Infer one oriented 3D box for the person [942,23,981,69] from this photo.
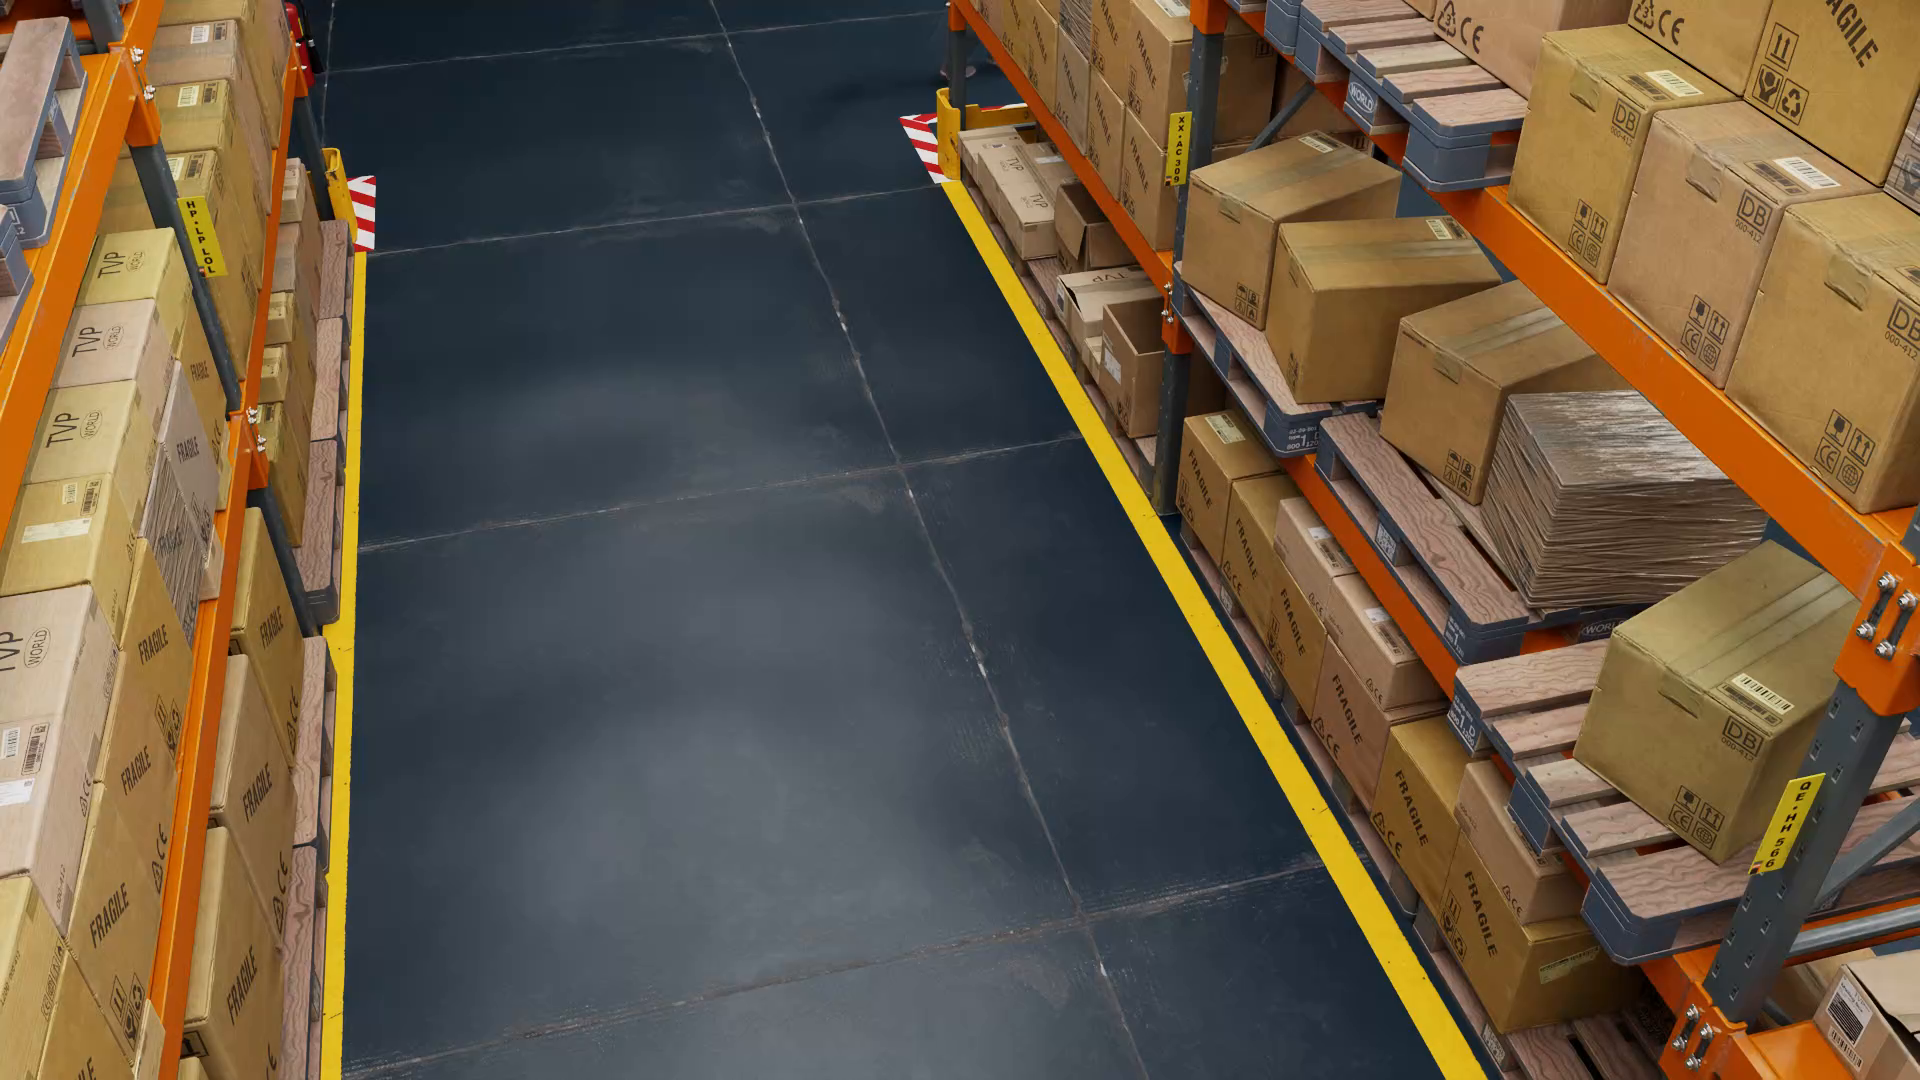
[{"bbox_3d":[0.274,-4.117,11.861,0.860,1.541,0.518,-9,39,-12],"label":"person"}]
